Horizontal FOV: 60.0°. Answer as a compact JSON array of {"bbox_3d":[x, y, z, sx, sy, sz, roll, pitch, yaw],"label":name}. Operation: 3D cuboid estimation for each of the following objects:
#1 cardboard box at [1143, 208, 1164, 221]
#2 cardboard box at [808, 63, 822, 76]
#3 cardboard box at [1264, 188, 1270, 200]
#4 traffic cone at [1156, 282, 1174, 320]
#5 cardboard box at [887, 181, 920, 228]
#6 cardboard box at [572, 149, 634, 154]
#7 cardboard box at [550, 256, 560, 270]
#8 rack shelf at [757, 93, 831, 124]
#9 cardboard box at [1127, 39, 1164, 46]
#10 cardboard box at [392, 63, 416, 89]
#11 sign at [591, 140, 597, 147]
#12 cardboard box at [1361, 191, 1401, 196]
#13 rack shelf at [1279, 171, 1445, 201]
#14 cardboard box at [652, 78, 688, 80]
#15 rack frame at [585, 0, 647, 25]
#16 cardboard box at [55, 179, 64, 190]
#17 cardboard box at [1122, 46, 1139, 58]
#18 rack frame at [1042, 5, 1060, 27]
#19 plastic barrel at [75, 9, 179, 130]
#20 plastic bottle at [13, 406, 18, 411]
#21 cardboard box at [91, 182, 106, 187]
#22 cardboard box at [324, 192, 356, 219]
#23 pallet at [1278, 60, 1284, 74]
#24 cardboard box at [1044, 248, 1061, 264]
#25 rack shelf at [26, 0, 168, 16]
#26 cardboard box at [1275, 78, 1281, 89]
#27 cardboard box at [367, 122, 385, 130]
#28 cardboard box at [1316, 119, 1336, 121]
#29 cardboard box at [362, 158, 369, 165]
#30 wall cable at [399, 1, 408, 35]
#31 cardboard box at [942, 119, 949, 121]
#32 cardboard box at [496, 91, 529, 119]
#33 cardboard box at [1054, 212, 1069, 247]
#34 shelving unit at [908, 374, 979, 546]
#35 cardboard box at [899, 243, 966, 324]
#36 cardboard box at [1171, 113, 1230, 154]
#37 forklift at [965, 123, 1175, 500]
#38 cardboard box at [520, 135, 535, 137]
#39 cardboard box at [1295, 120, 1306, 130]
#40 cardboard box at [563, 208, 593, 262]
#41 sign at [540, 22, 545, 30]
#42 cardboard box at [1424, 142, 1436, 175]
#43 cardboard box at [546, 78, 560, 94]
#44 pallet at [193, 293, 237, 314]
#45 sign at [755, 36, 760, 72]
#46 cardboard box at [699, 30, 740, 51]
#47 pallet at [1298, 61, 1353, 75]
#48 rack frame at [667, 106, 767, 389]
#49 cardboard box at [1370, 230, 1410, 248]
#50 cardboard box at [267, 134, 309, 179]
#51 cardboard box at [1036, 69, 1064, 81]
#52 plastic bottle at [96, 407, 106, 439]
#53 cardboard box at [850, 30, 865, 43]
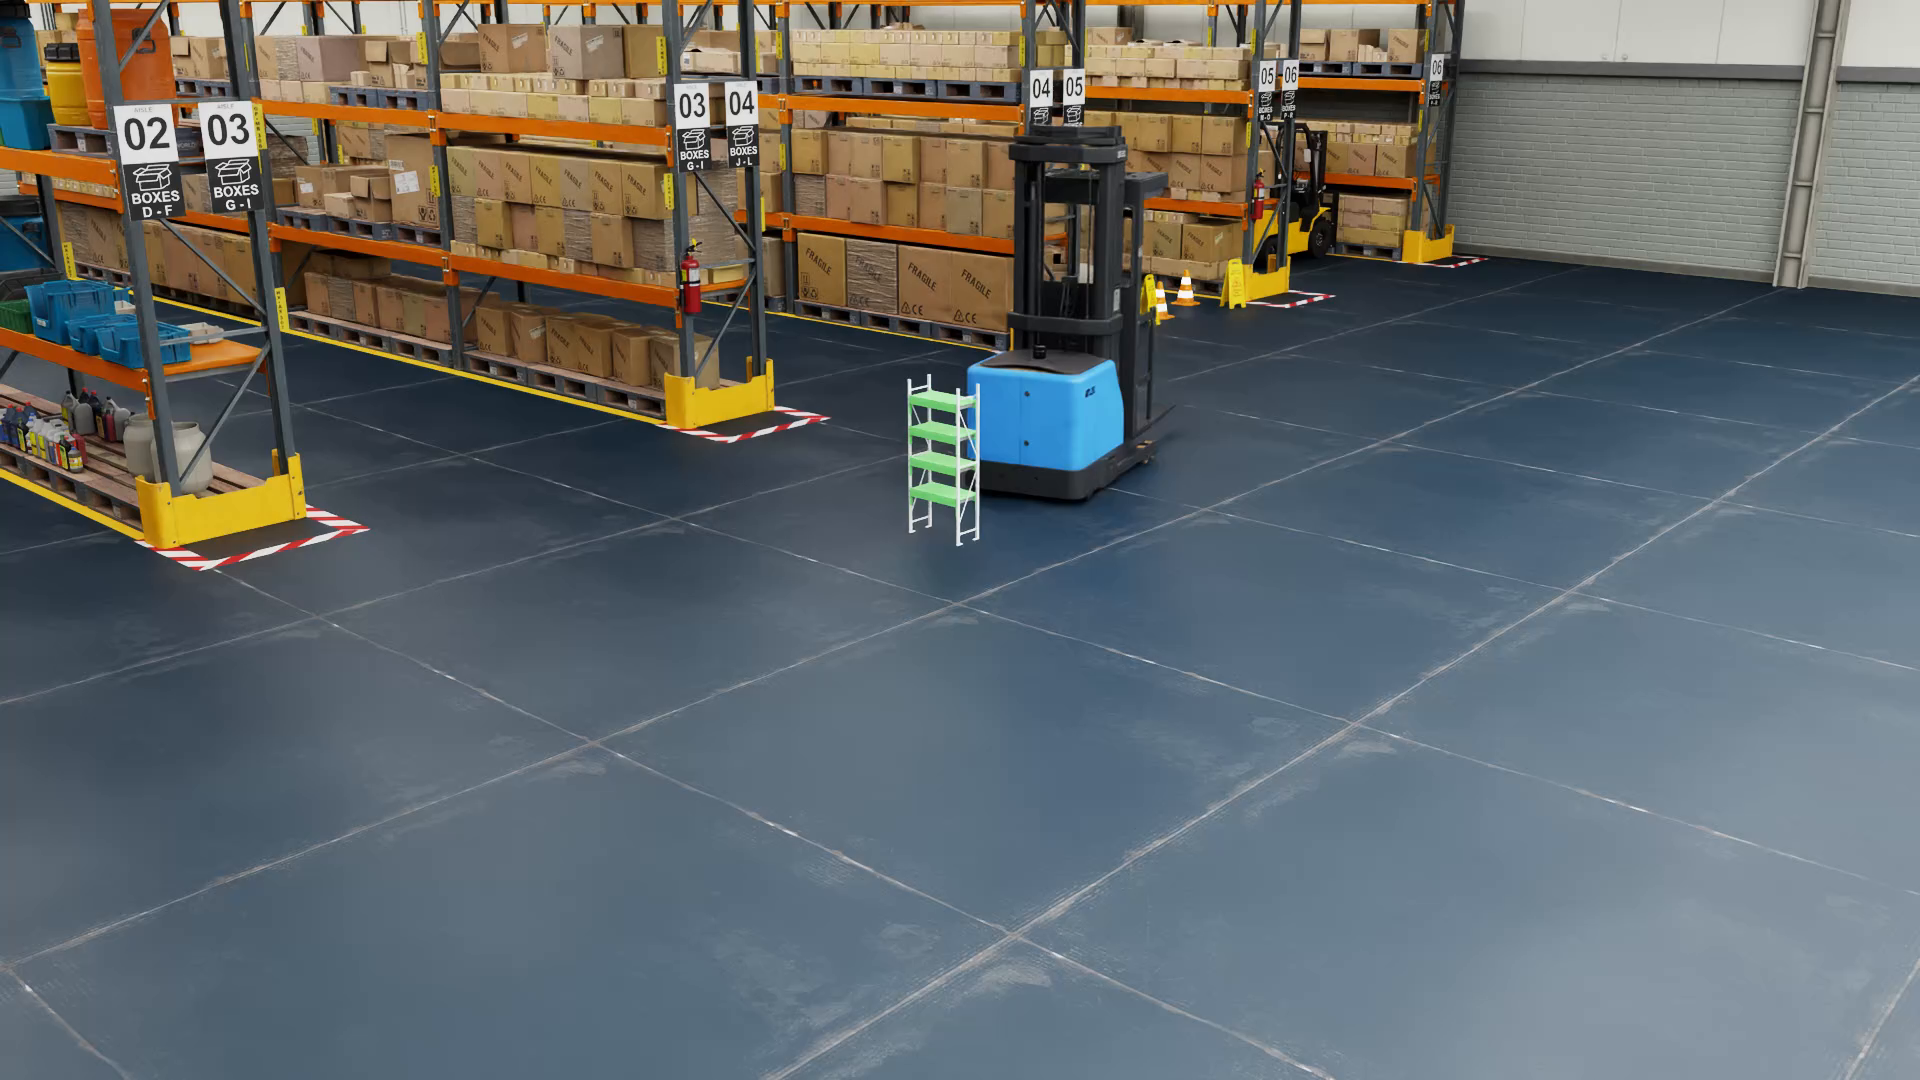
[{"bbox_3d":[2.801,-4.701,24.004,0.250,0.149,0.380,16,24,42],"label":"cardboard box"},{"bbox_3d":[-1.686,-5.899,20.837,0.250,0.149,0.380,15,23,39],"label":"cardboard box"},{"bbox_3d":[4.158,-4.875,23.429,0.250,0.149,0.380,15,23,39],"label":"cardboard box"},{"bbox_3d":[2.614,-3.146,21.758,0.334,0.463,0.336,15,23,39],"label":"traffic cone"},{"bbox_3d":[-0.429,-4.219,20.697,0.500,0.550,0.875,15,23,39],"label":"cardboard box"},{"bbox_3d":[-3.656,-3.777,17.243,0.500,0.500,0.500,15,23,39],"label":"cardboard box"},{"bbox_3d":[-3.986,-2.872,17.117,0.250,0.149,0.380,15,23,39],"label":"cardboard box"},{"bbox_3d":[-3.424,-6.031,22.887,4.000,0.370,1.077,15,23,39],"label":"rack shelf"},{"bbox_3d":[3.297,-8.686,29.351,0.500,0.311,0.500,14,22,37],"label":"cardboard box"},{"bbox_3d":[-6.065,-5.173,18.521,0.258,0.266,0.396,16,24,41],"label":"cardboard box"},{"bbox_3d":[-5.273,-5.735,23.941,0.005,0.325,0.100,15,23,39],"label":"sign"},{"bbox_3d":[6.956,-5.608,27.523,0.500,0.250,0.500,15,23,39],"label":"cardboard box"},{"bbox_3d":[6.070,-6.062,27.944,4.000,0.370,1.077,15,23,39],"label":"rack shelf"},{"bbox_3d":[-2.757,-4.390,16.116,0.250,0.149,0.380,15,23,38],"label":"cardboard box"},{"bbox_3d":[-4.919,-8.205,23.589,0.127,3.000,1.000,15,23,39],"label":"rack frame"},{"bbox_3d":[-13.261,-5.327,24.853,0.250,0.149,0.380,15,23,39],"label":"cardboard box"},{"bbox_3d":[2.519,-6.942,23.666,0.250,0.149,0.380,16,23,40],"label":"cardboard box"},{"bbox_3d":[1.583,-10.469,30.723,0.127,3.000,1.000,15,23,39],"label":"rack frame"},{"bbox_3d":[-6.039,-3.420,12.067,0.708,0.830,0.600,15,23,39],"label":"plastic barrel"},{"bbox_3d":[-8.305,-1.037,14.685,0.133,0.283,0.061,15,23,39],"label":"plastic bottle"},{"bbox_3d":[-12.172,-5.250,23.951,0.500,0.250,0.500,16,24,41],"label":"cardboard box"},{"bbox_3d":[-7.186,-3.984,19.760,0.500,0.250,0.500,14,22,38],"label":"cardboard box"},{"bbox_3d":[5.230,-8.029,28.139,1.213,0.211,1.003,15,23,39],"label":"pallet"},{"bbox_3d":[1.181,-3.970,24.289,0.500,0.500,0.500,-3,18,-8],"label":"cardboard box"},{"bbox_3d":[-12.775,-7.774,24.083,4.000,0.370,1.077,15,23,39],"label":"rack shelf"},{"bbox_3d":[4.242,-6.330,23.054,0.250,0.149,0.380,15,23,39],"label":"cardboard box"},{"bbox_3d":[-9.604,-7.157,27.894,0.500,0.500,0.500,14,22,38],"label":"cardboard box"},{"bbox_3d":[6.119,-6.987,27.940,0.250,0.149,0.380,16,24,41],"label":"cardboard box"},{"bbox_3d":[-10.023,-6.504,28.562,0.250,0.149,0.380,15,23,39],"label":"cardboard box"},{"bbox_3d":[-12.134,-12.030,35.642,0.029,3.000,0.463,15,23,39],"label":"wall cable"},{"bbox_3d":[-0.005,-6.535,26.893,0.500,0.500,0.500,14,22,37],"label":"cardboard box"},{"bbox_3d":[-4.365,-4.443,16.943,0.500,0.250,0.500,14,22,37],"label":"cardboard box"},{"bbox_3d":[1.545,-4.750,25.232,0.500,0.500,0.500,16,24,42],"label":"cardboard box"},{"bbox_3d":[-0.124,-0.605,12.535,0.503,1.200,0.258,15,23,39],"label":"shelving unit"},{"bbox_3d":[-0.146,-3.224,20.631,0.875,0.875,0.875,15,23,38],"label":"cardboard box"},{"bbox_3d":[3.374,-5.702,23.310,0.500,0.500,0.700,15,23,40],"label":"cardboard box"},{"bbox_3d":[1.124,-2.122,14.453,1.130,2.935,3.031,8,19,24],"label":"forklift"},{"bbox_3d":[-6.891,-6.318,26.297,0.250,0.149,0.380,15,23,39],"label":"cardboard box"},{"bbox_3d":[5.632,-6.933,27.770,0.250,0.149,0.380,15,23,39],"label":"cardboard box"},{"bbox_3d":[-3.496,-3.127,16.849,0.500,0.500,0.875,15,23,39],"label":"cardboard box"},{"bbox_3d":[-8.066,-9.852,32.161,0.005,0.325,0.100,15,23,39],"label":"sign"},{"bbox_3d":[7.380,-6.213,27.066,0.500,0.500,0.500,16,24,41],"label":"cardboard box"},{"bbox_3d":[-3.861,-4.499,16.460,0.250,0.149,0.380,14,22,37],"label":"cardboard box"},{"bbox_3d":[-9.735,-3.335,22.771,1.213,0.211,1.003,15,23,39],"label":"pallet"},{"bbox_3d":[-1.944,-4.607,15.765,0.005,0.325,0.100,15,23,39],"label":"sign"},{"bbox_3d":[-4.234,-8.724,29.324,0.500,0.500,0.500,15,23,38],"label":"cardboard box"},{"bbox_3d":[6.138,-7.784,27.367,1.213,0.211,1.003,15,23,39],"label":"pallet"},{"bbox_3d":[-2.304,-2.637,15.964,0.127,3.000,1.000,15,23,39],"label":"rack frame"},{"bbox_3d":[7.005,-4.916,26.994,0.500,0.250,0.500,15,23,40],"label":"cardboard box"},{"bbox_3d":[-8.823,-4.920,21.332,0.637,0.503,0.797,16,24,41],"label":"cardboard box"},{"bbox_3d":[1.021,-5.439,19.387,0.250,0.149,0.380,15,23,40],"label":"cardboard box"},{"bbox_3d":[-7.574,-1.039,14.691,0.133,0.283,0.061,15,23,39],"label":"plastic bottle"},{"bbox_3d":[-1.117,-6.126,20.235,0.250,0.149,0.380,15,23,40],"label":"cardboard box"}]
